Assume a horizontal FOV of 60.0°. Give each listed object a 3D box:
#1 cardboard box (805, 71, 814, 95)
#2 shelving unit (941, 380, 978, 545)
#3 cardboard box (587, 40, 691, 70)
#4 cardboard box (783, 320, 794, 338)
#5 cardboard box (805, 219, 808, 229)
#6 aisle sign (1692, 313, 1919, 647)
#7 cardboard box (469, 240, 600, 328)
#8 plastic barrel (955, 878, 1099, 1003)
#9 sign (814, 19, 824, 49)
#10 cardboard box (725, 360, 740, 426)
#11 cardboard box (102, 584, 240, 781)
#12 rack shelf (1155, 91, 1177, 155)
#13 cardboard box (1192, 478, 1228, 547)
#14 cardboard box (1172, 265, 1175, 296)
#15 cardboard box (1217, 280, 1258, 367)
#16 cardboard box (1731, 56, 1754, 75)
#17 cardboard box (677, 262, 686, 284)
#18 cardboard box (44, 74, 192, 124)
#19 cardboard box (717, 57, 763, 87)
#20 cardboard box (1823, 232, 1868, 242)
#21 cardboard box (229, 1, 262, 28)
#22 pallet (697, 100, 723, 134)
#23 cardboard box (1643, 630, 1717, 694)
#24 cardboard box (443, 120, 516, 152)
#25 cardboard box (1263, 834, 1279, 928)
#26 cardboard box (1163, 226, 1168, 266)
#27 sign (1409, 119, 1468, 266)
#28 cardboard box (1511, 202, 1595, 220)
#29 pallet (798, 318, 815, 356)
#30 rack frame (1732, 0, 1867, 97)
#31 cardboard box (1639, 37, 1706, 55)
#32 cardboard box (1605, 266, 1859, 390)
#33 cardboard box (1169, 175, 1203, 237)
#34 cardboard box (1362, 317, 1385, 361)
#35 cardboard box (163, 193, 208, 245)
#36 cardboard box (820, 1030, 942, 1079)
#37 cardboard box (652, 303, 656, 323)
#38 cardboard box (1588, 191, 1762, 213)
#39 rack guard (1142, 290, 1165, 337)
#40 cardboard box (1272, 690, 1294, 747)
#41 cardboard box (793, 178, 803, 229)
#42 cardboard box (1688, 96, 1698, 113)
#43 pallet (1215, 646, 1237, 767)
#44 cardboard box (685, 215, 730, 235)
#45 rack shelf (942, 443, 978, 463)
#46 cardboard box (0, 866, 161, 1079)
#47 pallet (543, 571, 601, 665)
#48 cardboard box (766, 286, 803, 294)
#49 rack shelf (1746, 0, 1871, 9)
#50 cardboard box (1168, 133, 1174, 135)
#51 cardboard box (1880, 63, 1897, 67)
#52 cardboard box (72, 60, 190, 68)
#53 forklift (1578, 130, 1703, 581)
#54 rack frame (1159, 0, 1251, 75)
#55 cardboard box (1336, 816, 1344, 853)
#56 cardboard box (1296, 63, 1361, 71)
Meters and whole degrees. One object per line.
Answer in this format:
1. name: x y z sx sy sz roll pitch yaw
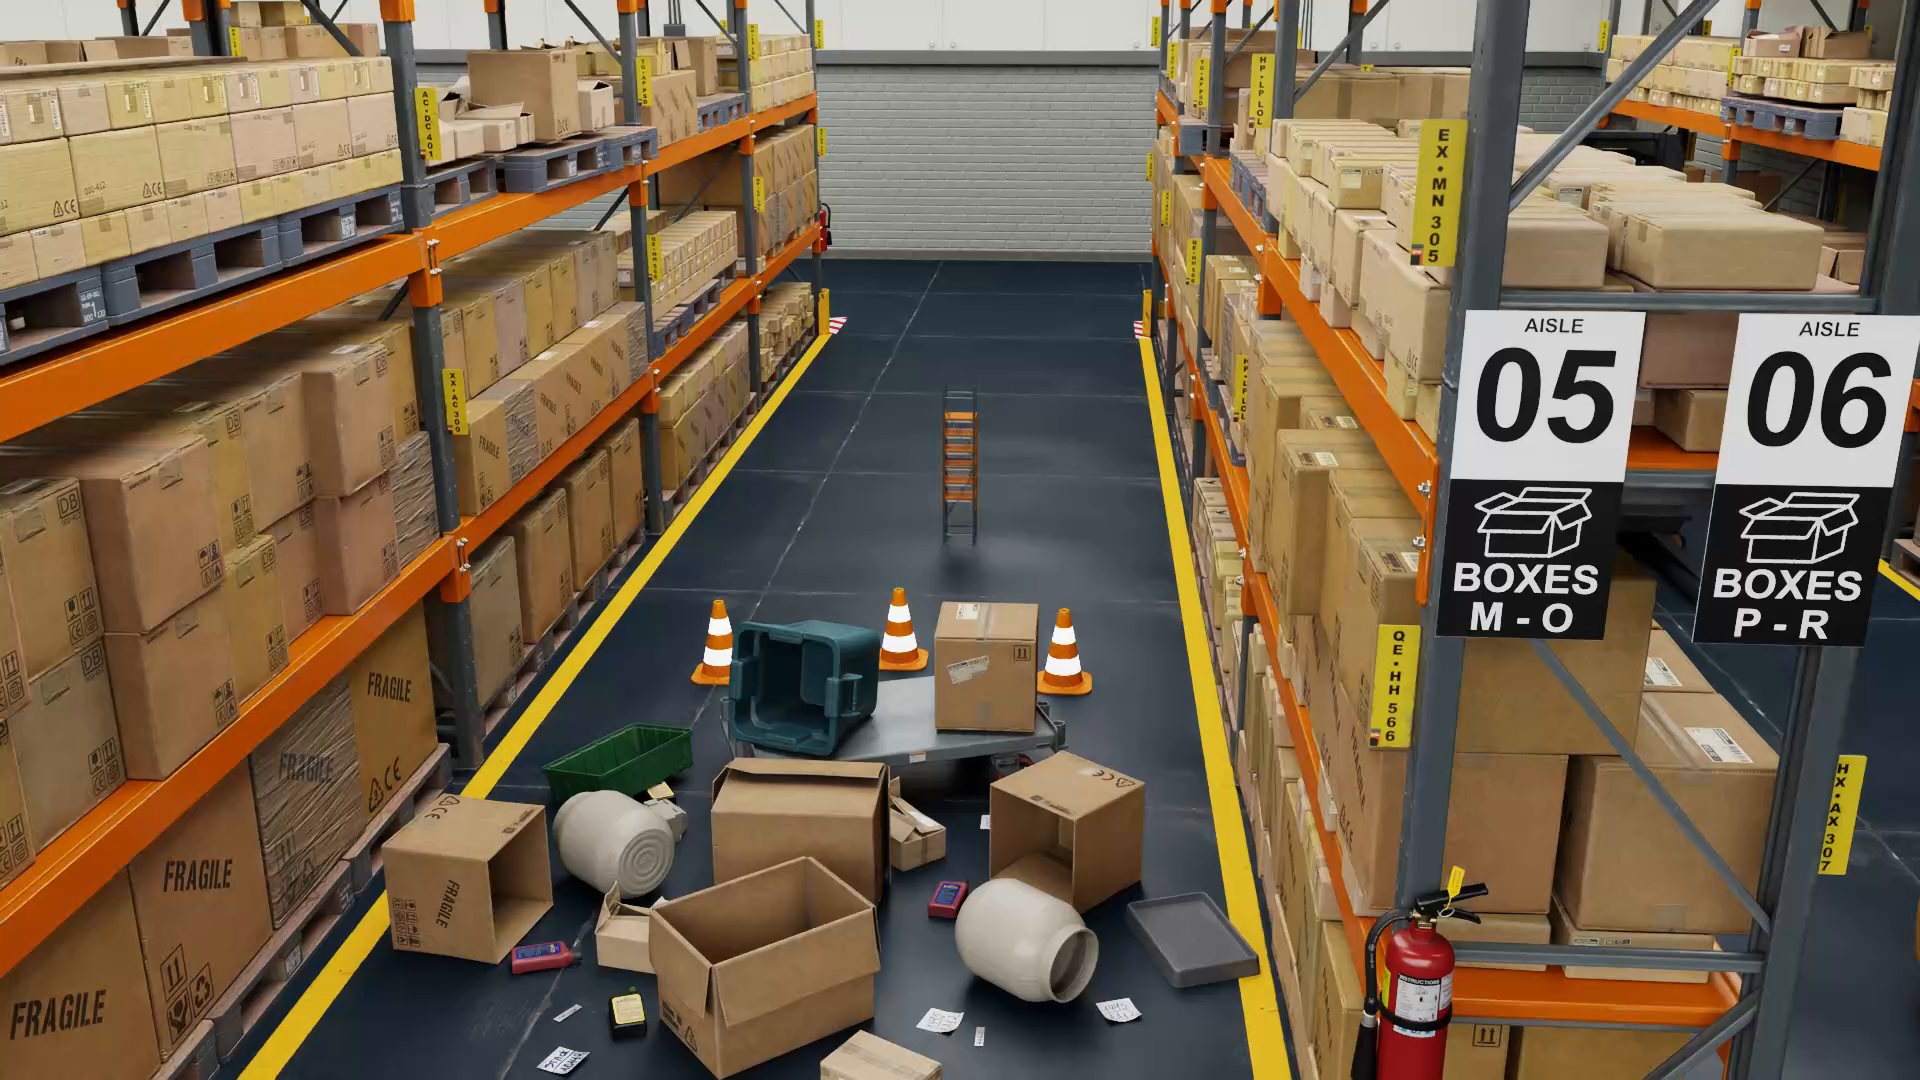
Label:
1. cardboard box: -1.935 -5.172 18.814 0.500 0.250 0.500 1 18 3
2. shelving unit: -0.001 -0.566 12.222 0.258 1.200 0.189 1 18 4
3. cardboard box: -2.695 -3.920 13.912 0.797 0.503 0.637 1 18 3
4. cardboard box: -2.009 -2.293 18.030 0.380 0.149 0.250 1 18 4
5. cardboard box: -1.963 -3.662 19.185 0.380 0.149 0.250 1 18 4
6. aisle sign: 1.936 -0.126 3.815 0.394 0.787 0.004 1 18 4
7. cardboard box: -2.817 -1.707 11.049 0.700 0.500 0.500 1 18 3
8. plastic barrel: 0.269 1.632 6.762 0.512 0.421 0.421 17 25 41
9. sign: -1.615 -5.793 19.045 0.100 0.325 0.005 1 18 4
10. cardboard box: -2.292 -1.340 15.034 0.500 0.500 0.500 1 18 3
11. cardboard box: -3.149 0.474 5.918 0.875 0.550 0.550 1 18 4
12. rack shelf: 2.635 -4.348 17.215 1.077 0.370 4.000 1 18 4
13. cardboard box: 2.154 -0.177 11.692 0.950 0.372 0.625 0 18 0
14. cardboard box: 2.161 -2.281 14.808 0.500 0.250 0.500 1 18 3
15. cardboard box: 1.880 -1.328 10.346 0.500 0.500 0.500 2 18 5
16. cardboard box: 6.983 -4.146 14.531 0.380 0.149 0.250 2 18 6
17. cardboard box: -2.435 -2.171 13.482 0.380 0.149 0.250 1 18 4
18. cardboard box: -2.862 -1.499 5.650 0.380 0.149 0.250 2 18 5
19. cardboard box: -2.180 -4.459 15.834 0.500 0.250 0.500 2 18 6
20. cardboard box: 7.091 -2.231 13.581 0.700 0.500 0.500 1 18 4
21. cardboard box: -7.319 -5.233 16.560 0.500 0.250 0.500 0 18 0
22. pallet: -2.675 -3.548 13.917 1.213 0.211 1.003 1 18 4
23. cardboard box: 1.975 0.592 5.159 0.500 0.500 0.500 2 18 6
24. cardboard box: -2.667 -2.221 9.134 0.380 0.149 0.250 1 18 4
25. cardboard box: 1.544 1.456 6.904 0.500 0.250 0.500 1 18 3
26. cardboard box: 2.301 -3.001 16.604 0.500 0.500 0.500 1 18 3
27. sign: 1.079 -0.782 3.752 0.100 0.325 0.005 1 18 4
28. cardboard box: 1.417 -0.793 4.330 0.380 0.149 0.250 2 18 5
29. pallet: -2.266 -2.365 19.301 1.003 0.211 1.213 1 18 4
30. rack frame: 7.442 -5.385 14.405 1.000 3.000 0.127 1 18 4
31. cardboard box: 7.369 -5.063 17.202 0.500 0.250 0.500 1 18 3
32. cardboard box: 1.933 -0.563 4.268 0.500 0.250 0.500 1 18 3
33. cardboard box: 2.173 -3.036 15.105 0.500 0.500 0.500 1 18 5
34. cardboard box: 1.471 -0.655 5.192 0.380 0.149 0.250 1 18 3
35. cardboard box: -2.861 -1.119 5.773 0.380 0.149 0.250 1 18 4
36. cardboard box: -0.290 1.986 6.123 0.380 0.149 0.250 12 22 32
37. cardboard box: -2.507 -1.695 12.508 0.380 0.149 0.250 1 18 3
38. cardboard box: 1.941 -0.862 4.544 0.380 0.149 0.250 1 18 4
39. rack guard: 2.780 -2.706 19.877 1.175 0.500 0.348 1 18 4
40. cardboard box: 1.486 0.741 6.838 0.380 0.149 0.250 2 18 7
41. cardboard box: -2.011 -3.691 18.233 0.500 0.500 0.500 1 18 4
42. cardboard box: 7.244 -4.194 15.991 0.380 0.149 0.250 1 18 4
43. pallet: 1.972 0.924 9.264 1.003 0.211 1.213 1 18 4
44. cardboard box: -2.306 -2.873 15.148 0.380 0.149 0.250 1 18 2
45. rack shelf: -0.001 -0.637 12.199 0.258 0.103 0.180 1 18 4
46. cardboard box: -3.331 1.602 5.454 0.875 0.875 0.875 1 18 4
47. pallet: -2.962 0.466 10.663 1.003 0.211 1.213 1 18 4
48. cardboard box: -2.027 -2.846 19.239 0.380 0.149 0.250 2 18 5
49. rack shelf: 7.299 -4.232 12.684 1.077 0.370 4.000 1 18 4
50. cardboard box: 2.428 -4.287 17.881 0.380 0.149 0.250 1 18 4
51. cardboard box: 7.453 -3.654 13.029 0.380 0.149 0.250 2 18 5
52. cardboard box: -3.428 -1.907 6.896 0.380 0.149 0.250 1 18 3
53. forklift: 4.696 -1.382 11.935 1.130 2.935 3.031 1 18 4
54. rack frame: 2.778 -6.737 18.531 1.000 3.000 0.127 1 18 4
55. cardboard box: 1.392 0.921 5.197 0.380 0.149 0.250 1 18 3
56. cardboard box: 1.883 -2.451 9.031 0.500 0.250 0.500 2 18 5
